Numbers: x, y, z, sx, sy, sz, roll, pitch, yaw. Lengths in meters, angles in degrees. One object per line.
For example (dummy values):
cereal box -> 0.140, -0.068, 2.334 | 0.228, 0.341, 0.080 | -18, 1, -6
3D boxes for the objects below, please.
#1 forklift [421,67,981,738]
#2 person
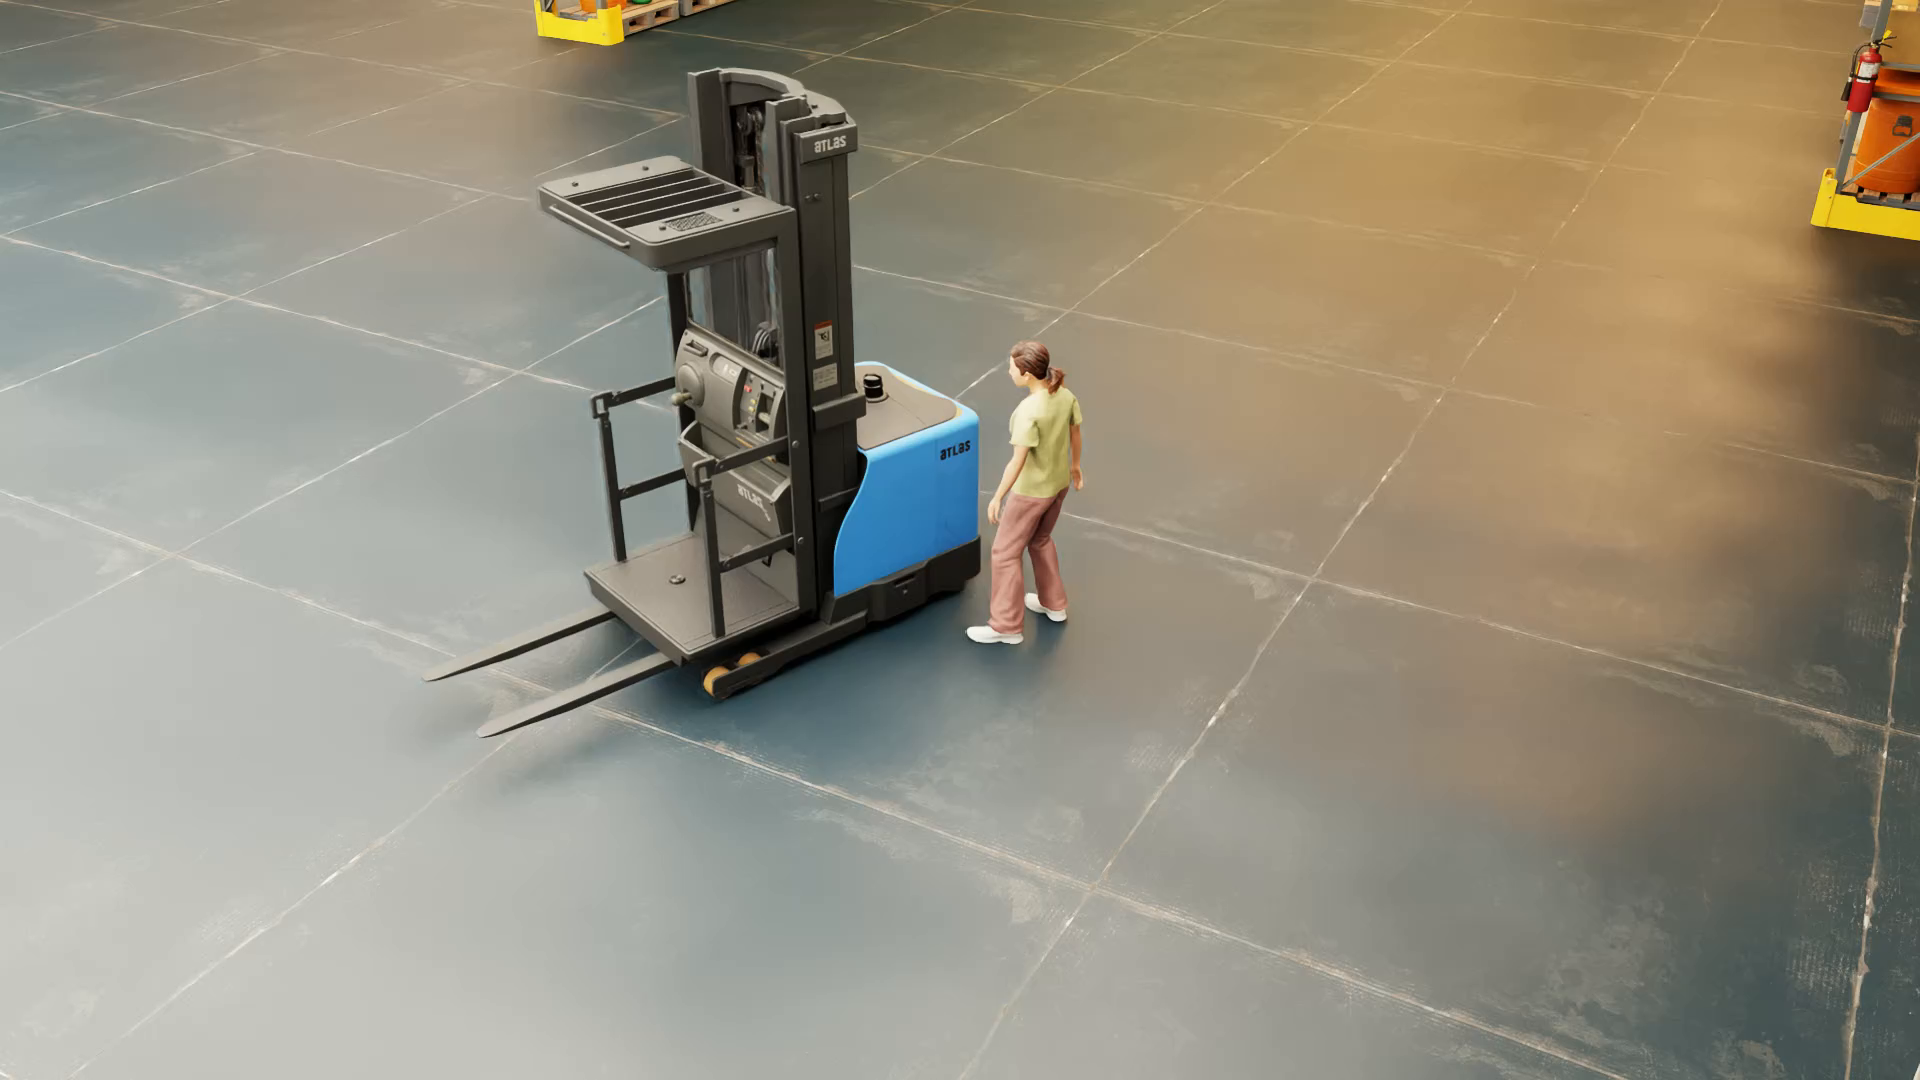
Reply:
forklift -> -1.337, -0.746, 8.364 | 3.031, 2.935, 1.130 | -23, 37, -34
person -> 0.383, -0.275, 8.834 | 0.369, 1.650, 0.737 | 19, 35, 29
